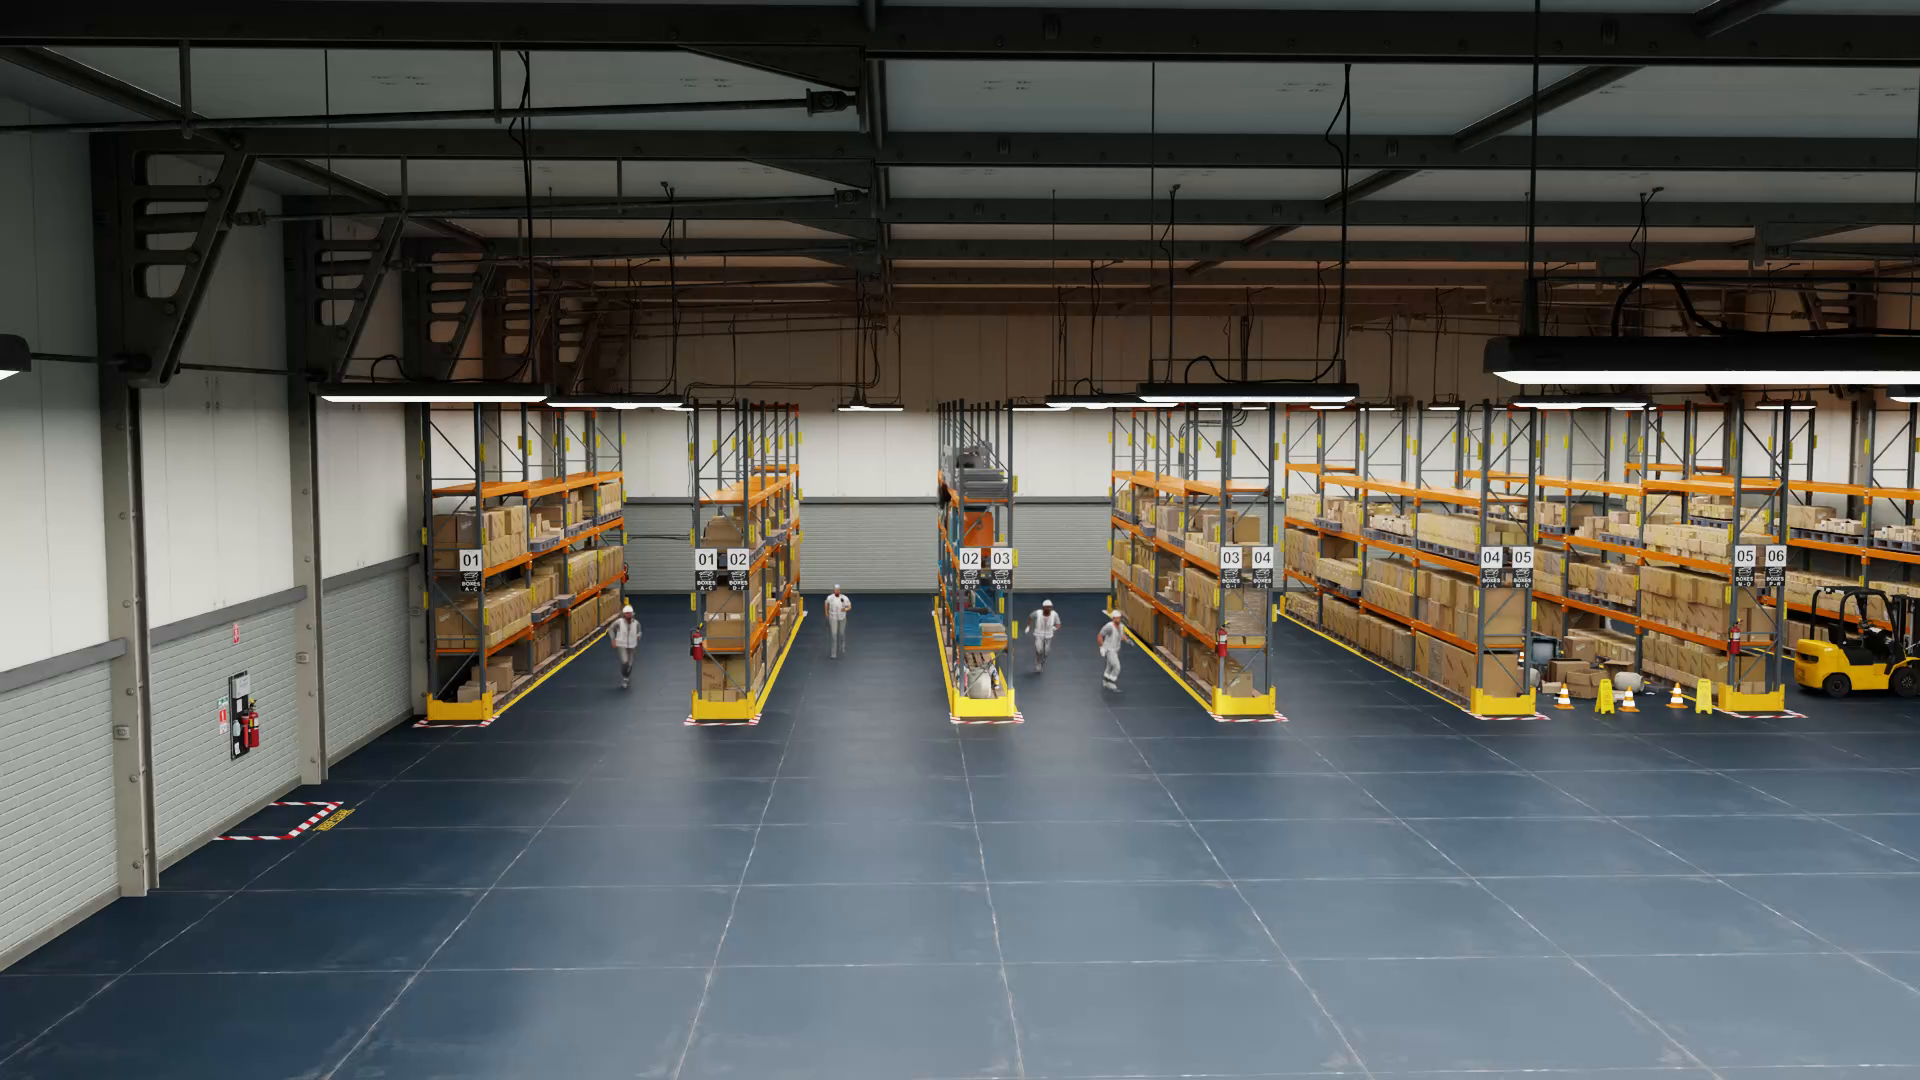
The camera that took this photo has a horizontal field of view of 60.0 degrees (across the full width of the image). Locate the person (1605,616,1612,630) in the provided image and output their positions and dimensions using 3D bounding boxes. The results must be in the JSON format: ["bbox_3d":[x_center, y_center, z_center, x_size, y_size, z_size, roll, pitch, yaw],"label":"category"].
[{"bbox_3d":[16.517,1.597,42.884,0.625,1.730,1.038,0,4,-6],"label":"person"}]

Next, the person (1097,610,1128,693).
[{"bbox_3d":[3.124,2.287,34.310,0.655,1.734,0.672,3,5,37],"label":"person"}]

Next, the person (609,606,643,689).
[{"bbox_3d":[-6.980,2.225,34.795,0.681,1.740,0.851,-2,5,-25],"label":"person"}]

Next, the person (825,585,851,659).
[{"bbox_3d":[-2.878,1.904,39.259,0.623,1.704,0.794,0,4,-4],"label":"person"}]

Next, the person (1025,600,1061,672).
[{"bbox_3d":[1.833,2.112,36.479,0.720,1.643,0.967,-1,4,-11],"label":"person"}]
